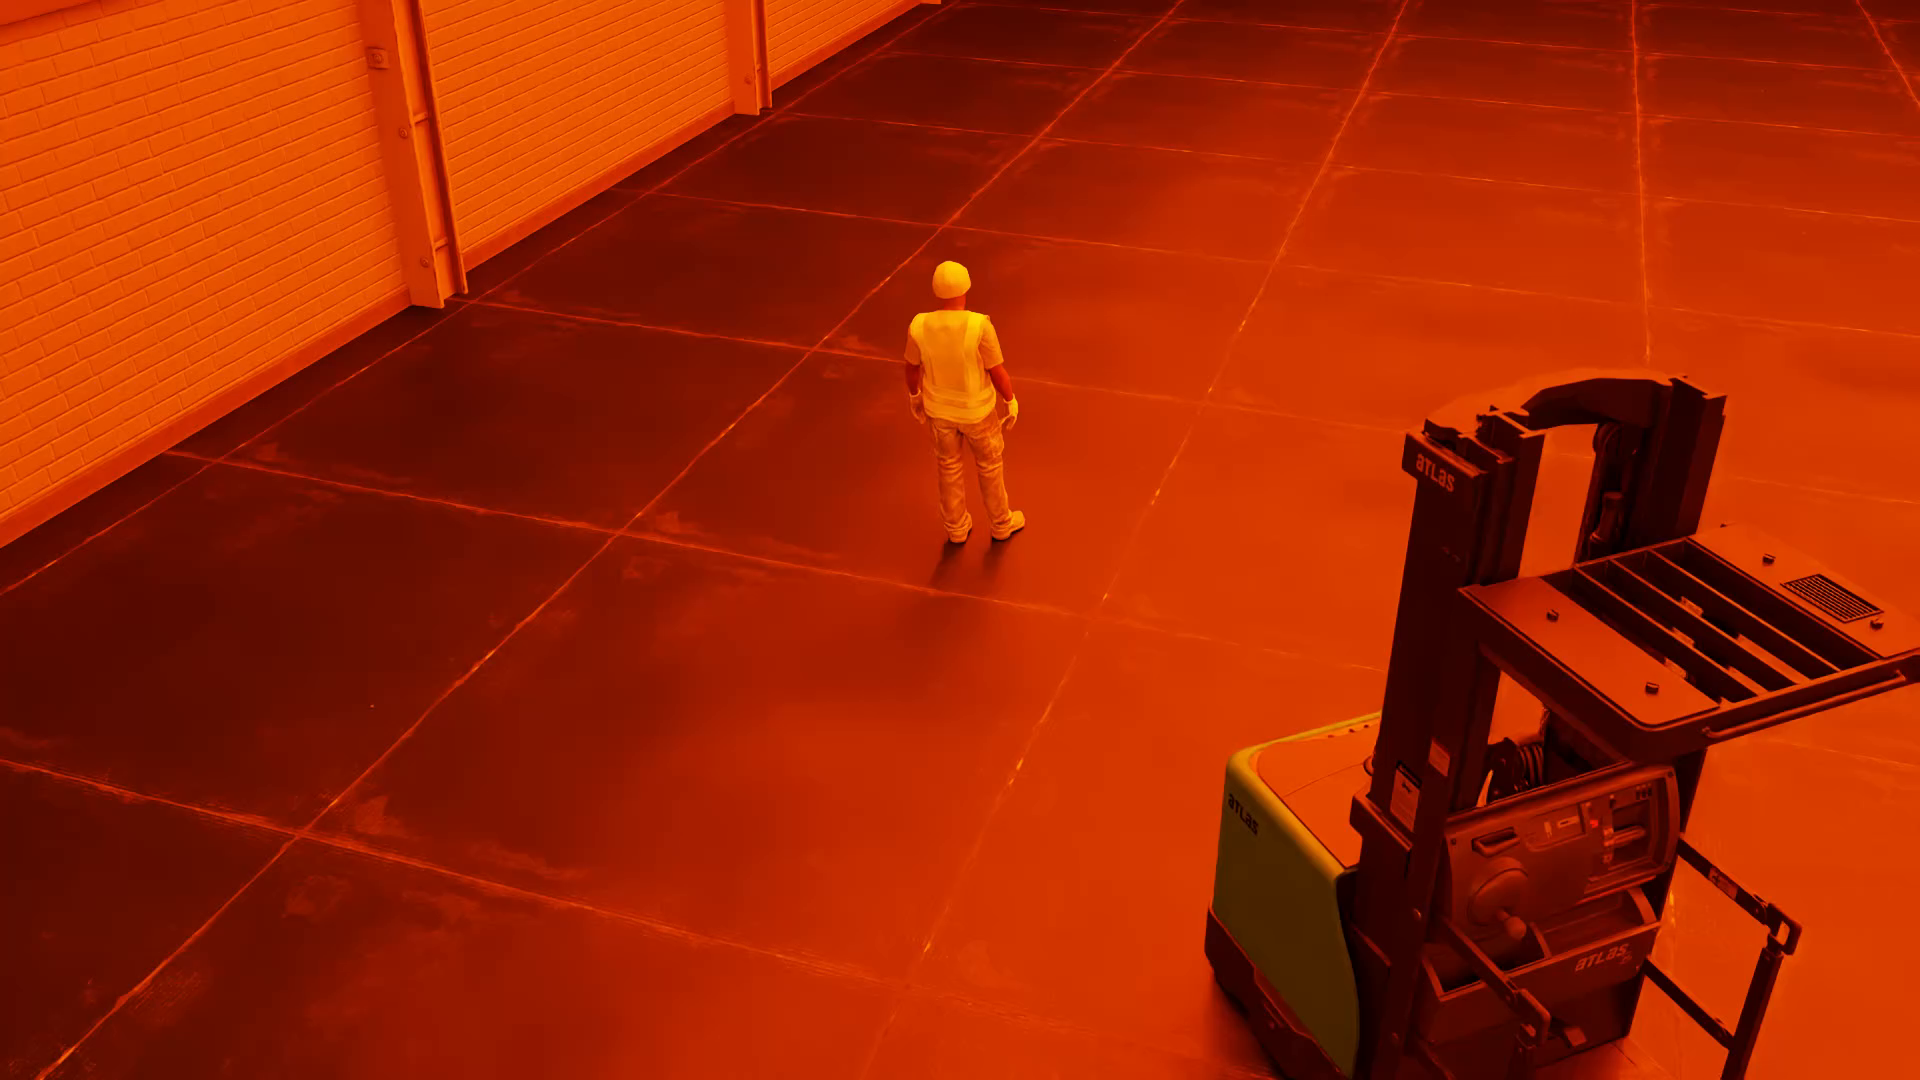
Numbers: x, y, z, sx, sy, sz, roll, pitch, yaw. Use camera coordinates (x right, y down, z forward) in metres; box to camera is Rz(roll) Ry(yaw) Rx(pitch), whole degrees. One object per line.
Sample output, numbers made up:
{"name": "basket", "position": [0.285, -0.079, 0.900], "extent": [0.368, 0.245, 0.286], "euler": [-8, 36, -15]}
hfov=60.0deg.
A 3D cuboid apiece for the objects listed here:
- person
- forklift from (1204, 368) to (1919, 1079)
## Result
{"name": "person", "position": [0.032, -0.813, 9.707], "extent": [0.656, 1.782, 0.577], "euler": [10, 31, 16]}
{"name": "forklift", "position": [2.059, 1.066, 5.266], "extent": [1.130, 2.935, 3.031], "euler": [-12, 32, -20]}
